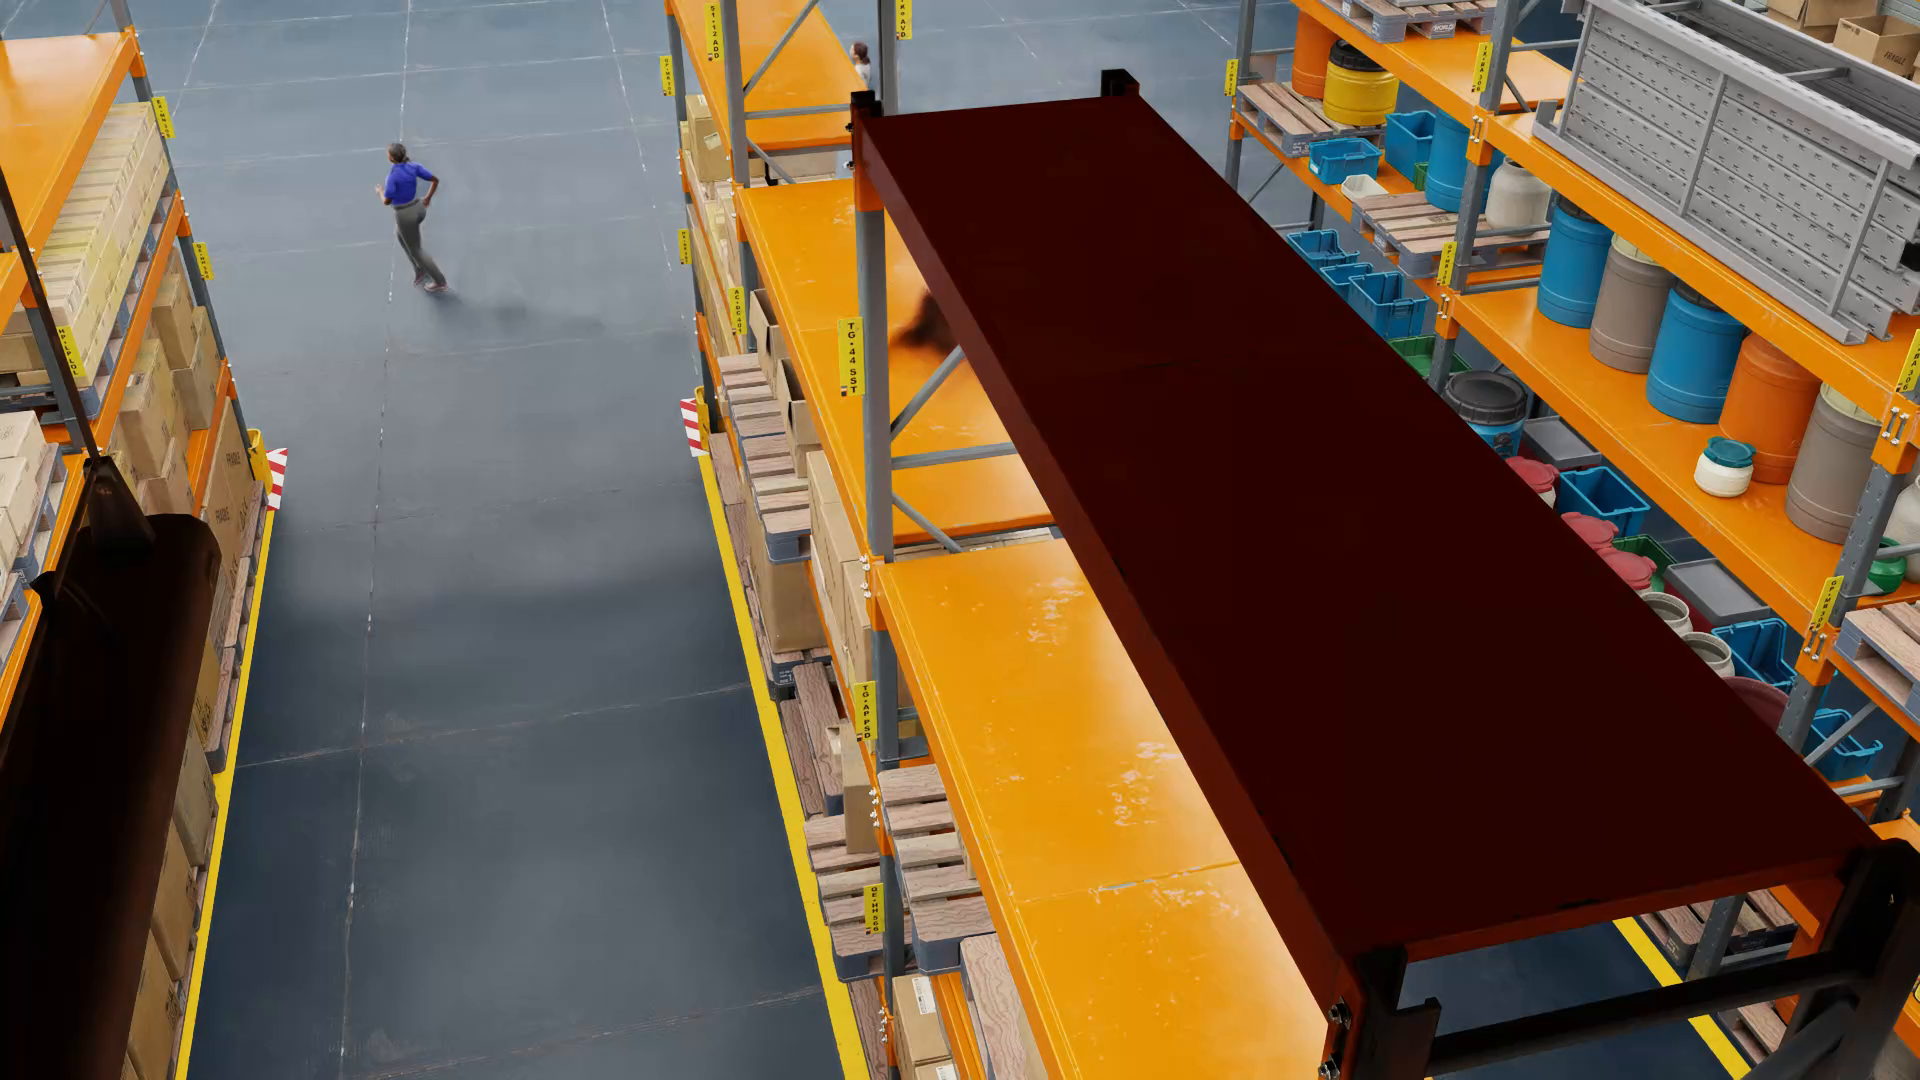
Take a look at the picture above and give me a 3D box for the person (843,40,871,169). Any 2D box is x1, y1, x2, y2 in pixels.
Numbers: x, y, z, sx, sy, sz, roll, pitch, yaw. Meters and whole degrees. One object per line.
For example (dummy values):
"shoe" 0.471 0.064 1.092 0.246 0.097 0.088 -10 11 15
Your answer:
"person" -1.240 -5.327 20.430 0.588 1.619 0.561 6 35 9

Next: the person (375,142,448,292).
"person" -5.837 -3.409 17.621 0.712 1.697 0.544 10 36 15
